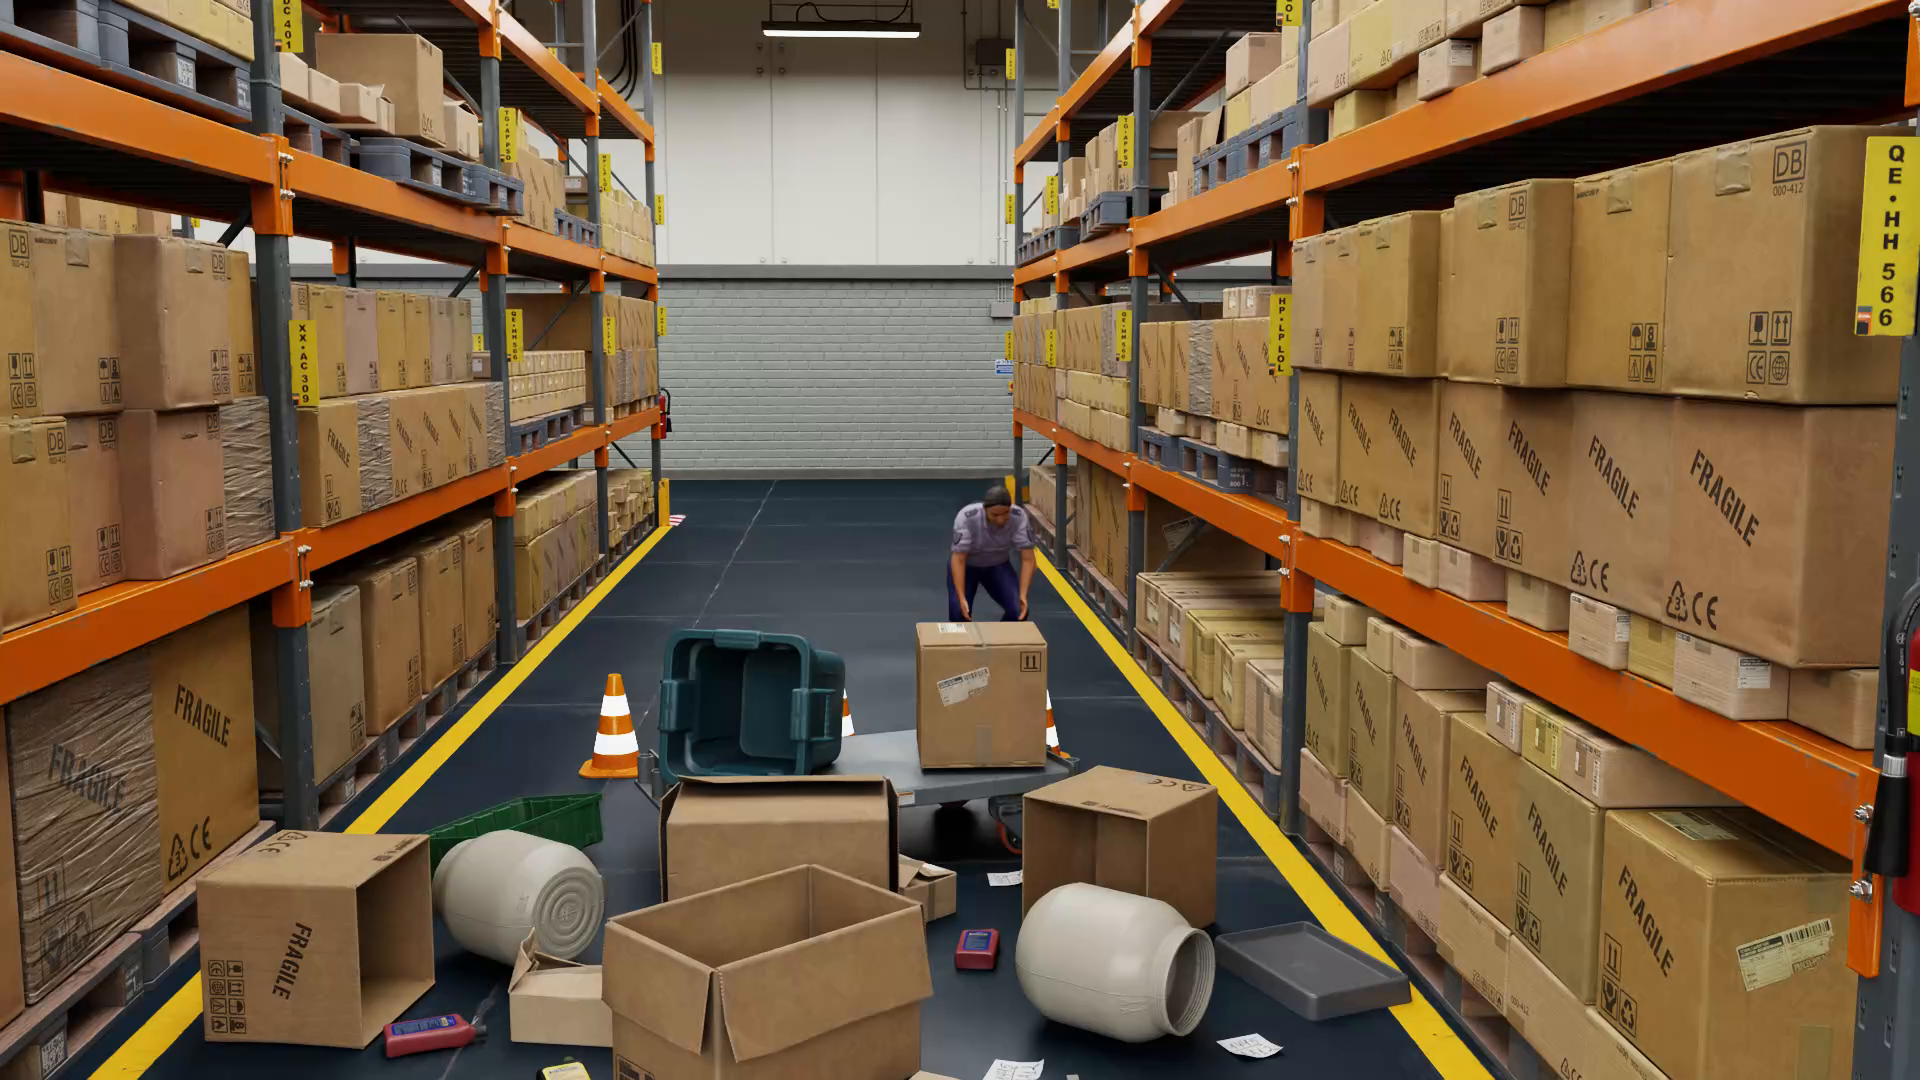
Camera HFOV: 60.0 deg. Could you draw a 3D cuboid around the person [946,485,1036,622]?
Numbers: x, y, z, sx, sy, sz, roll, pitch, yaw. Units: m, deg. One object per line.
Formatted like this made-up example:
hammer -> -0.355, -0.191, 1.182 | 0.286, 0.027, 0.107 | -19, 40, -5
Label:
person -> 0.185, 0.233, 10.293 | 0.536, 1.198, 0.741 | -1, 7, -6
